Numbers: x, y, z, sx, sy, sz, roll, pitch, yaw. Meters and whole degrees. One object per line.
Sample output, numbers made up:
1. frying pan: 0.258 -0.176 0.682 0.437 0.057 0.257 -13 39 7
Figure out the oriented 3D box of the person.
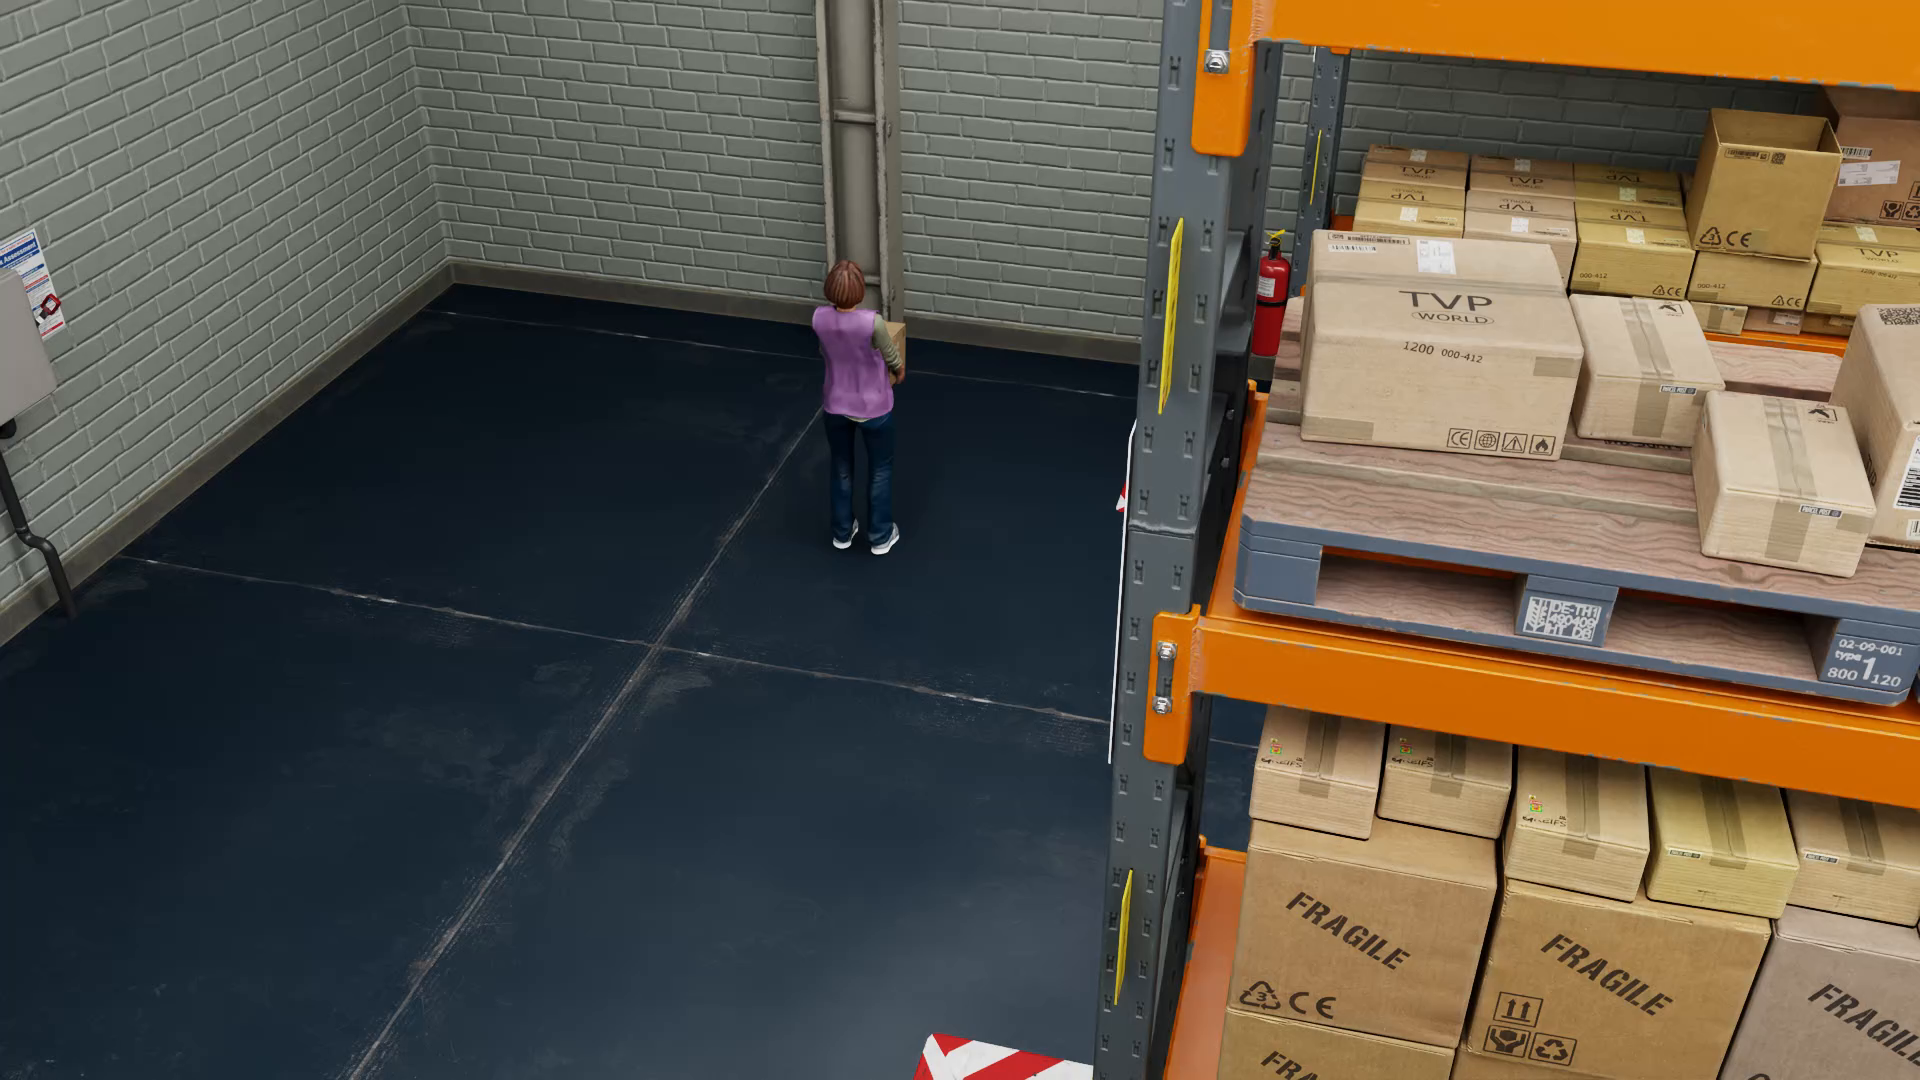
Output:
1. person: -0.480 -0.690 8.206 0.405 1.589 0.498 9 34 13
